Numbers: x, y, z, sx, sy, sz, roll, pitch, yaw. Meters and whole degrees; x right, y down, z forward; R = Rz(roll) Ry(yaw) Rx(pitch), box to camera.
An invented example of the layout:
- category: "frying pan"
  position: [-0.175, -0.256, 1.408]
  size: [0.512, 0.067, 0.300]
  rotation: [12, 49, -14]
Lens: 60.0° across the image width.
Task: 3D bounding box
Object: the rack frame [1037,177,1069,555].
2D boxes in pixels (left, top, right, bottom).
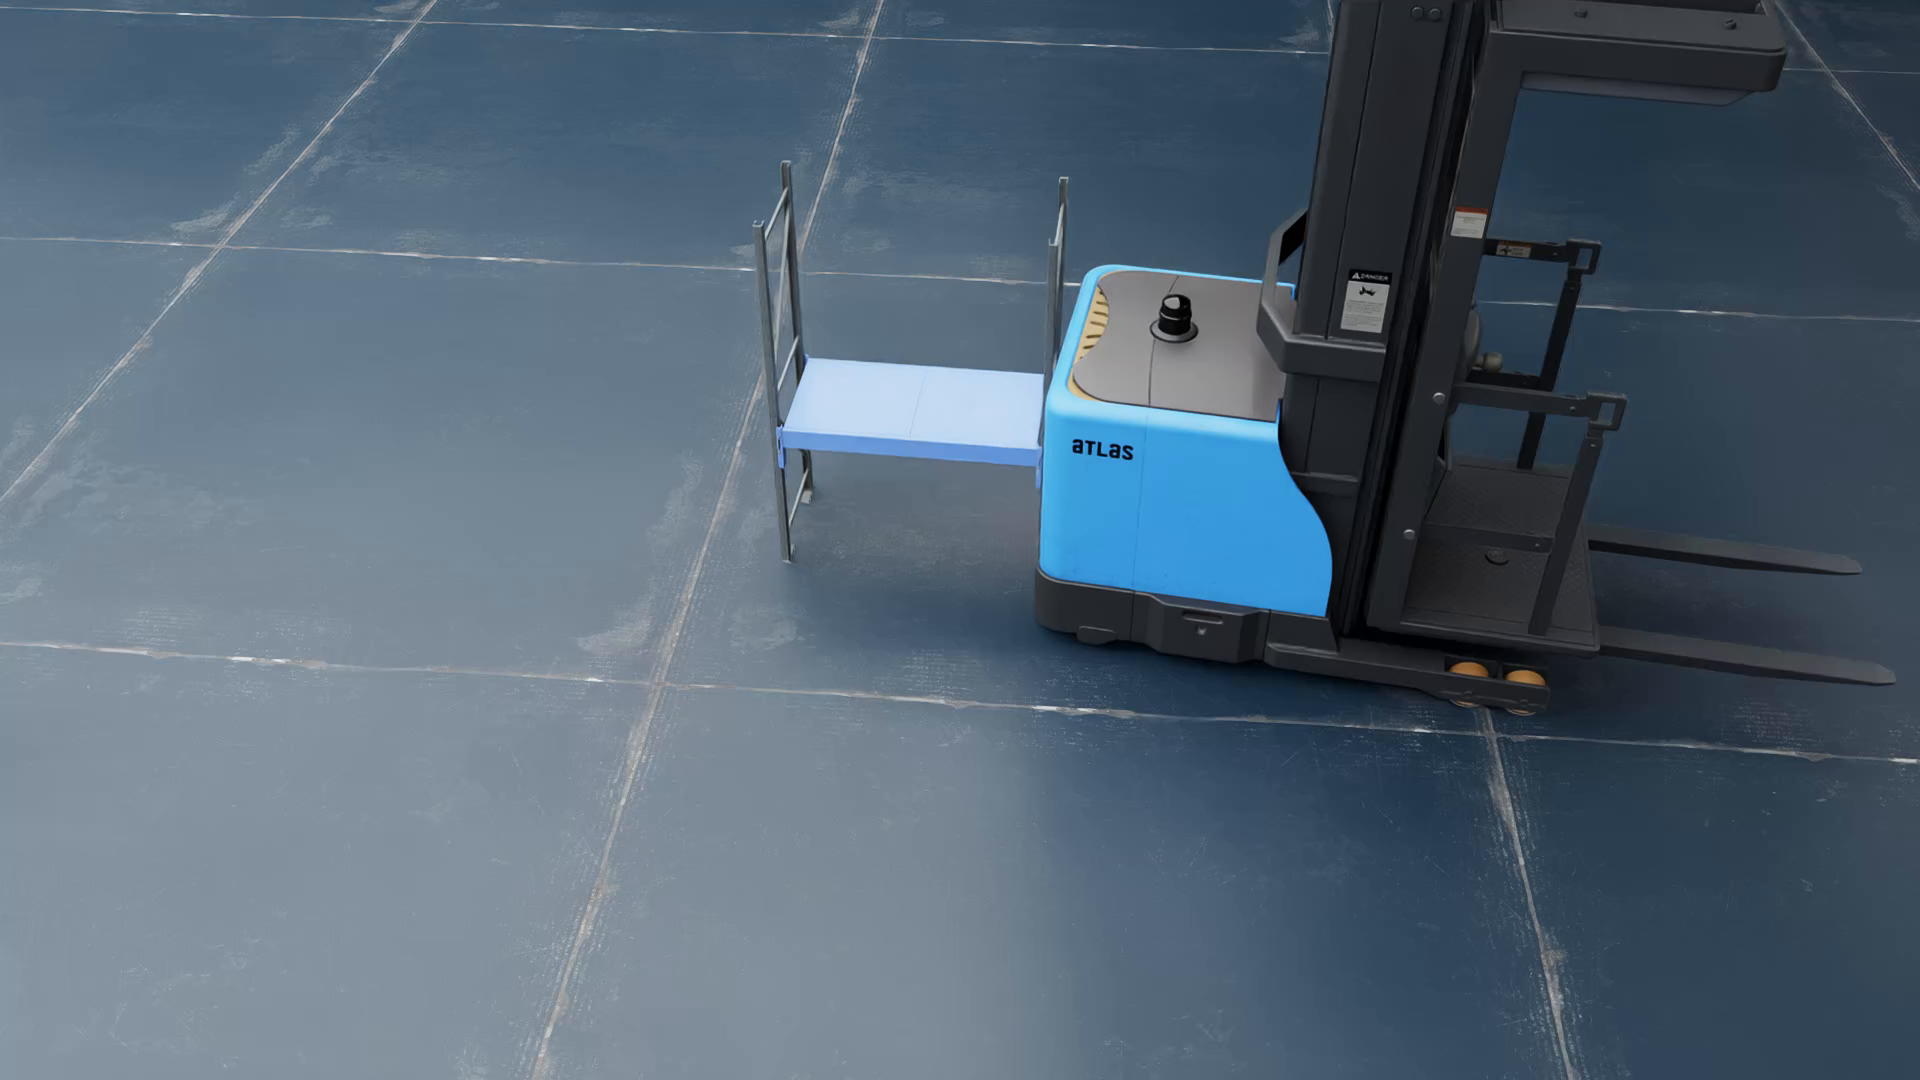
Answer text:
- category: "rack frame"
  position: [0.344, -0.566, 6.258]
  size: [0.032, 1.500, 0.500]
  rotation: [5, 39, 6]

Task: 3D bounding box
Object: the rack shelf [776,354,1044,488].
- category: "rack shelf"
  position: [-0.160, -0.467, 6.421]
  size: [1.000, 0.185, 0.538]
  rotation: [5, 39, 6]

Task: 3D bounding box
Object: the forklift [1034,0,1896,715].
- category: "forklift"
  position: [1.852, -0.875, 5.504]
  size: [3.031, 2.935, 1.130]
  rotation: [8, 40, 10]

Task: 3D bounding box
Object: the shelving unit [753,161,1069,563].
- category: "shelving unit"
  position: [-0.160, -0.607, 6.307]
  size: [1.048, 1.500, 0.538]
  rotation: [5, 39, 6]

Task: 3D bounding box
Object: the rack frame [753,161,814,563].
- category: "rack frame"
  position: [-0.665, -0.647, 6.357]
  size: [0.032, 1.500, 0.500]
  rotation: [5, 39, 6]
